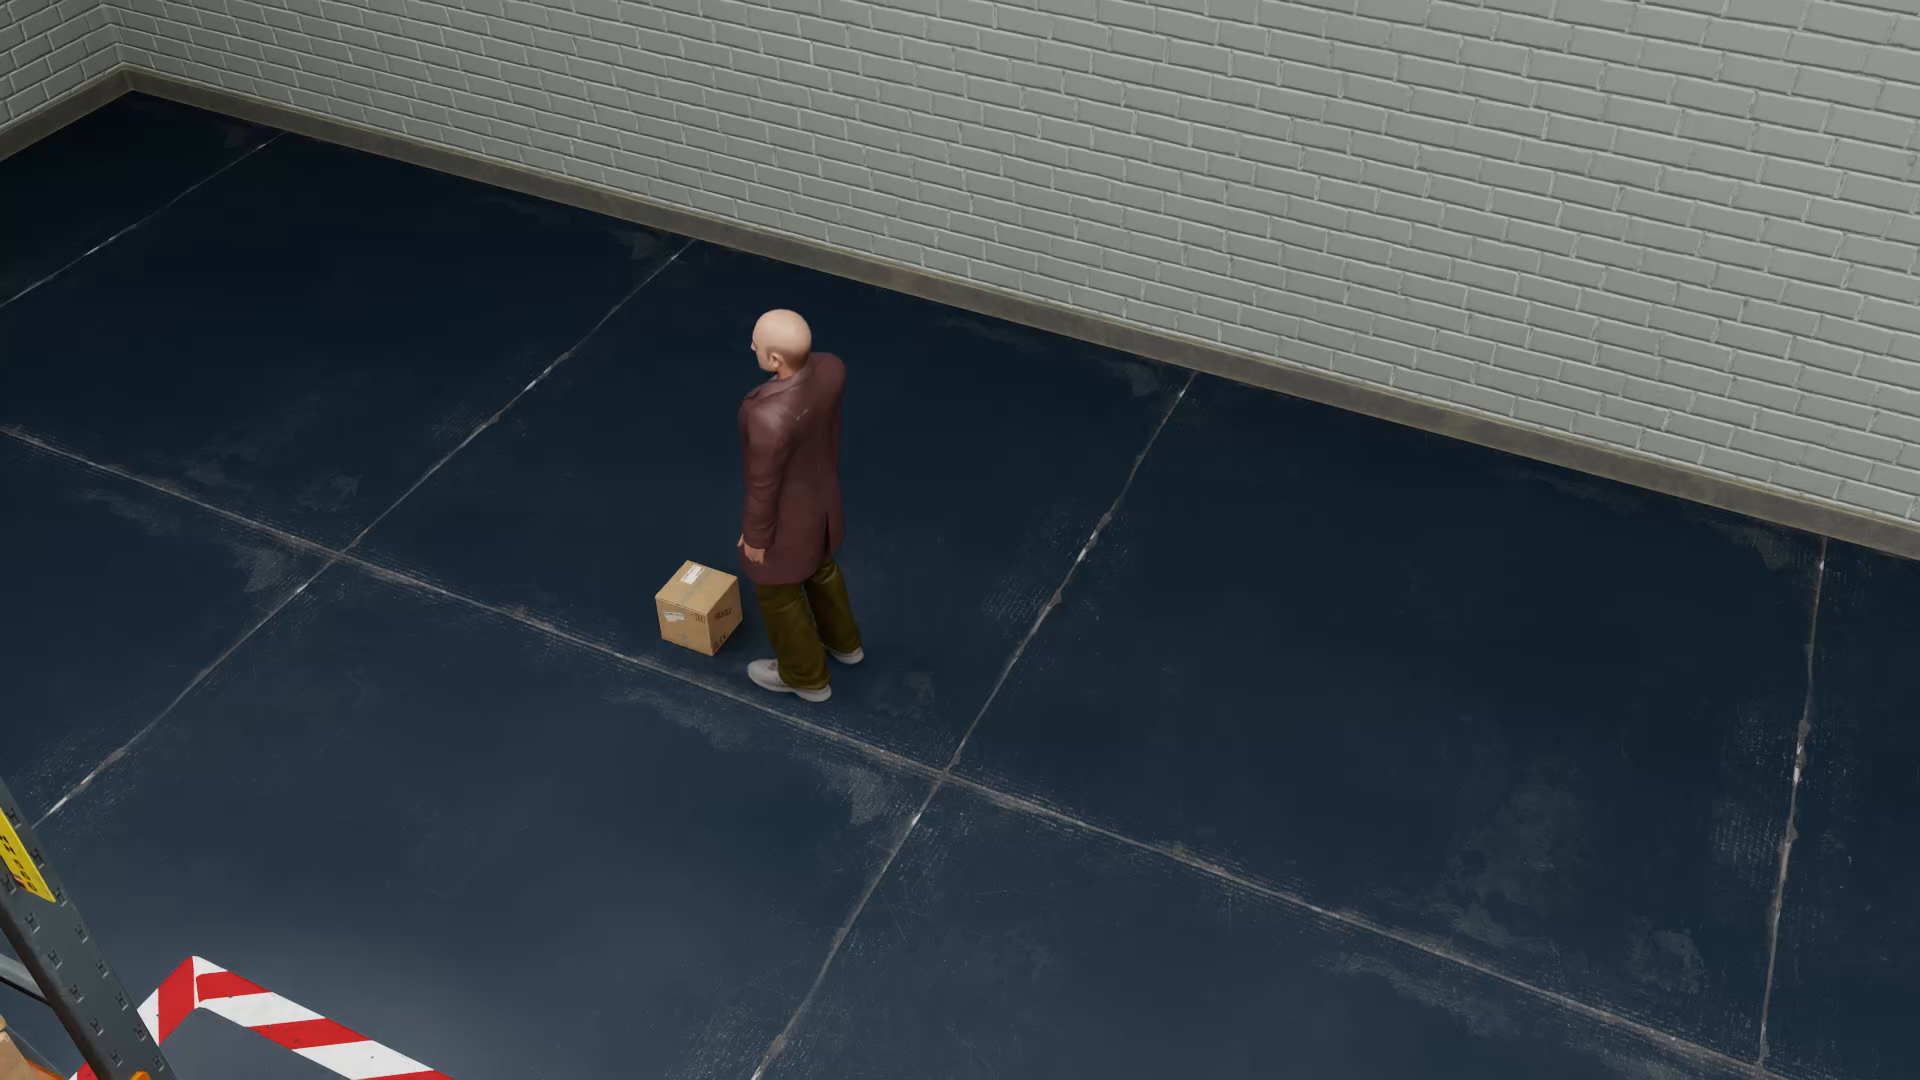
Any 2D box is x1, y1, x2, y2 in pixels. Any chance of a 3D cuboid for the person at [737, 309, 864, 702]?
[{"bbox_3d":[-0.648,-0.125,6.314,0.389,1.775,0.562,18,45,20],"label":"person"}]
